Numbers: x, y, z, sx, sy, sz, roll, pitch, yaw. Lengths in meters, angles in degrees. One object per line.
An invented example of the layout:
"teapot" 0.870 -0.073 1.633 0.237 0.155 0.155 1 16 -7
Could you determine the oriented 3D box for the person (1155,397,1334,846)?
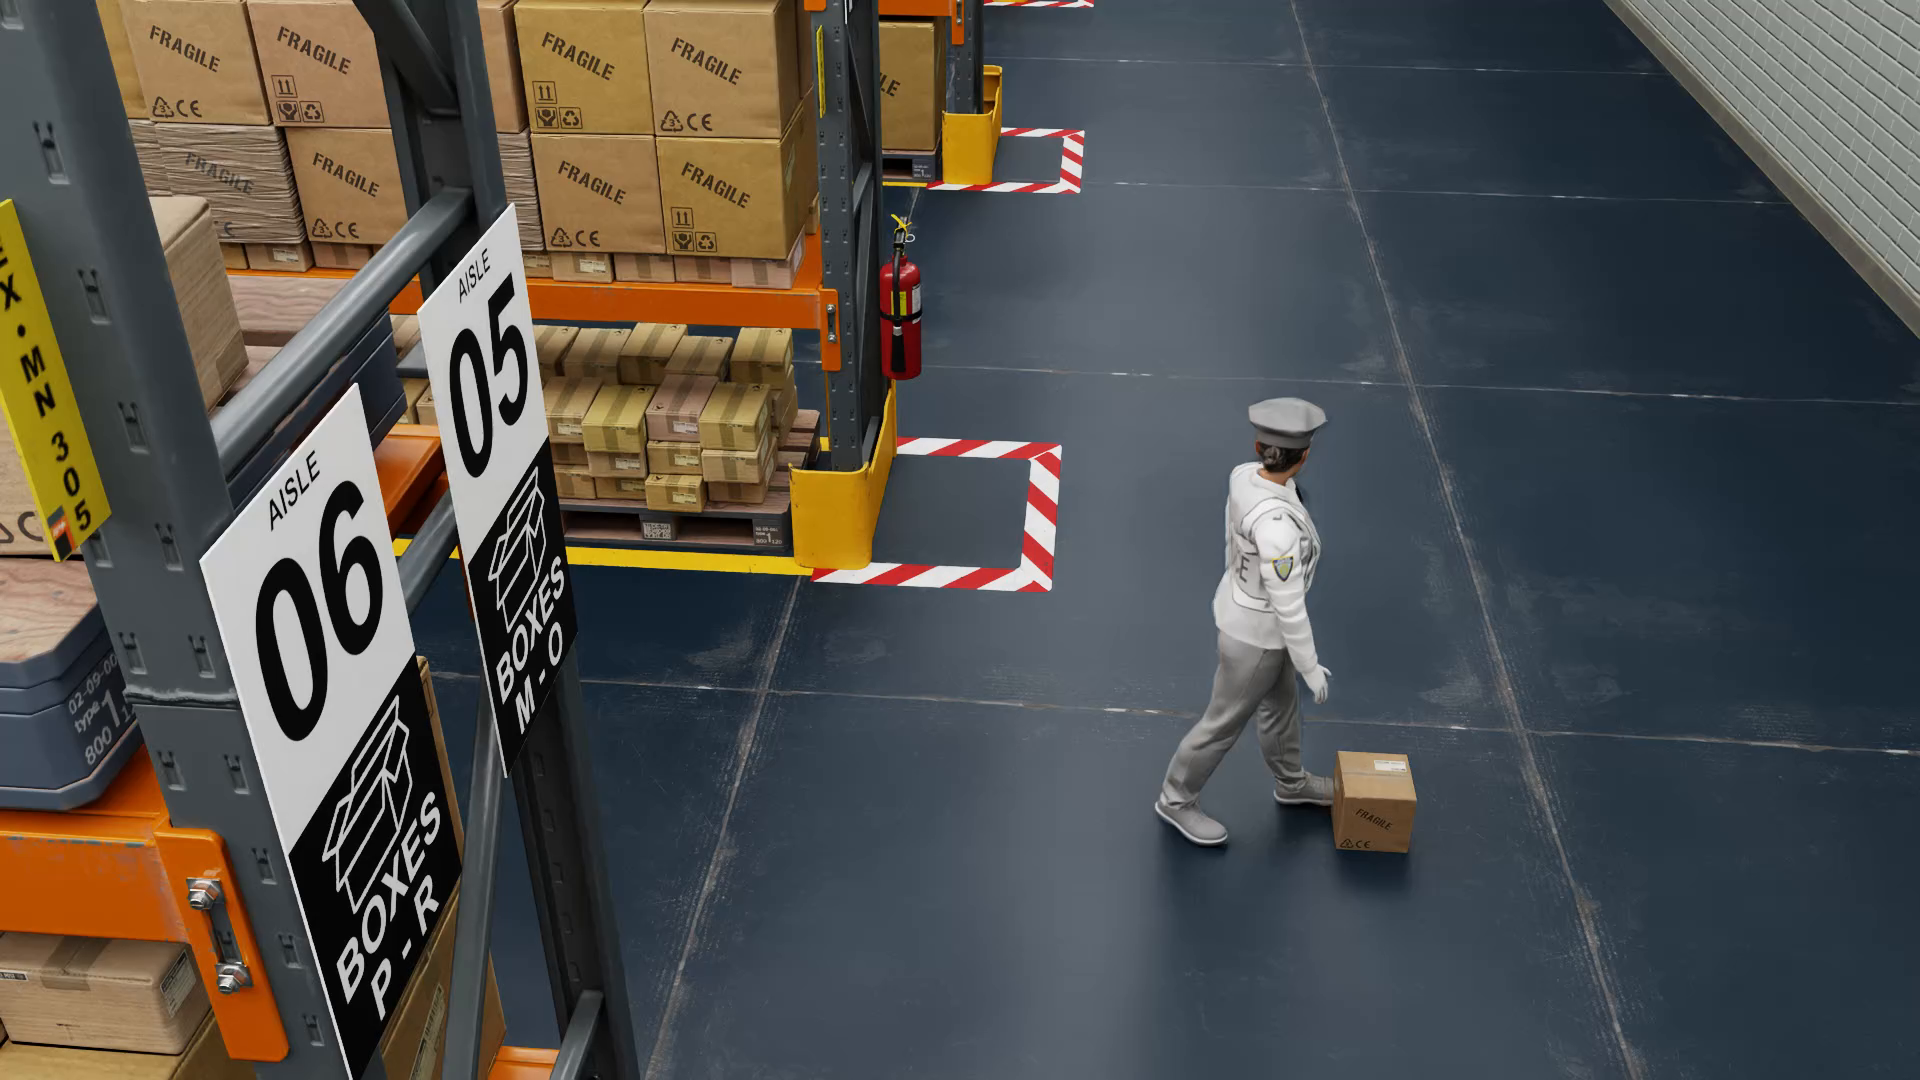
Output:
"person" 1.070 0.310 5.610 0.725 1.646 0.521 3 32 4
